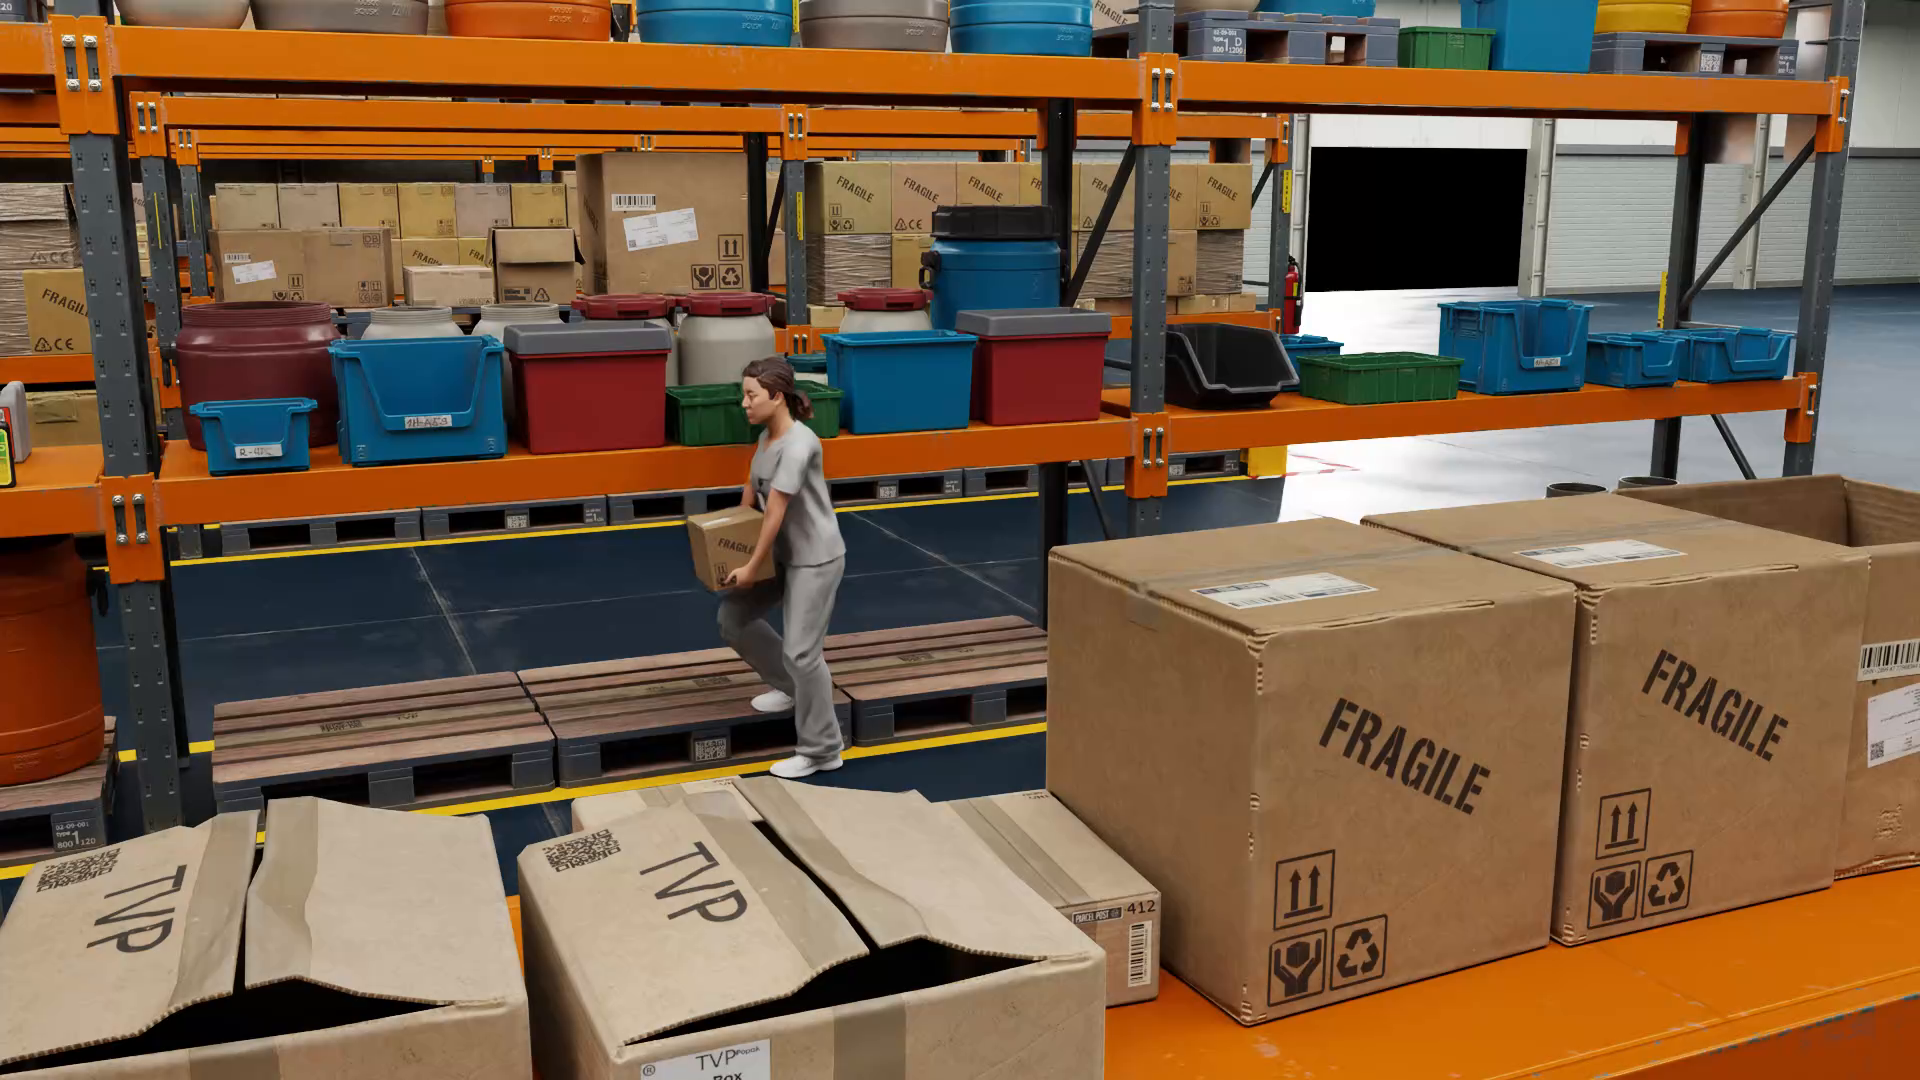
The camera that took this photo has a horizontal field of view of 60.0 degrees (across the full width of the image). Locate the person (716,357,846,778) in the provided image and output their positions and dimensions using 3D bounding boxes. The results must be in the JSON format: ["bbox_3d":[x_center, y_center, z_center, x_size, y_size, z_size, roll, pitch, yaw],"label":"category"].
[{"bbox_3d":[-0.719,0.104,6.545,0.516,1.653,0.439,-5,13,-24],"label":"person"}]
